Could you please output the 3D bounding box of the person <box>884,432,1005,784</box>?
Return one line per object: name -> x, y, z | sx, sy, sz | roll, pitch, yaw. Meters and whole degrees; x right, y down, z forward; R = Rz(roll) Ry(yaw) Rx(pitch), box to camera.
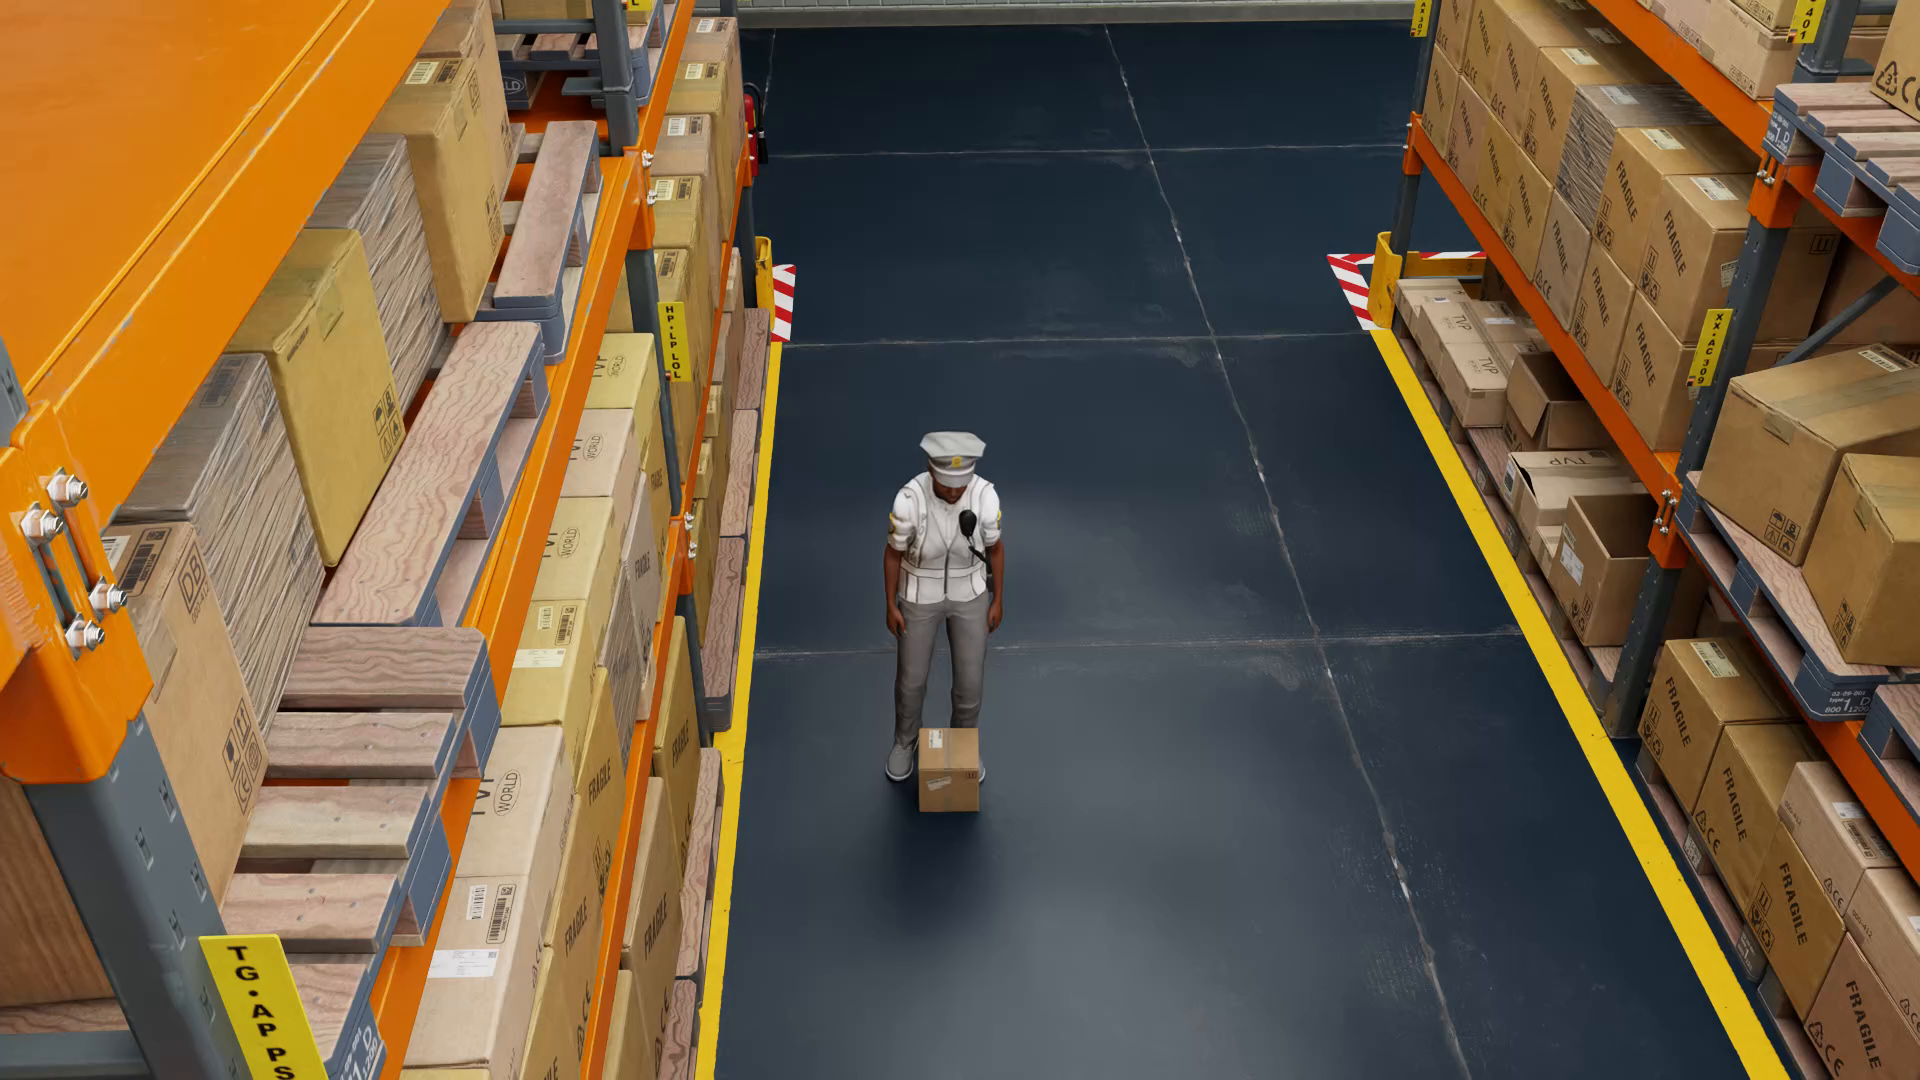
person -> -0.071, 0.268, 6.773 | 0.516, 1.655, 0.425 | -3, 36, -4
